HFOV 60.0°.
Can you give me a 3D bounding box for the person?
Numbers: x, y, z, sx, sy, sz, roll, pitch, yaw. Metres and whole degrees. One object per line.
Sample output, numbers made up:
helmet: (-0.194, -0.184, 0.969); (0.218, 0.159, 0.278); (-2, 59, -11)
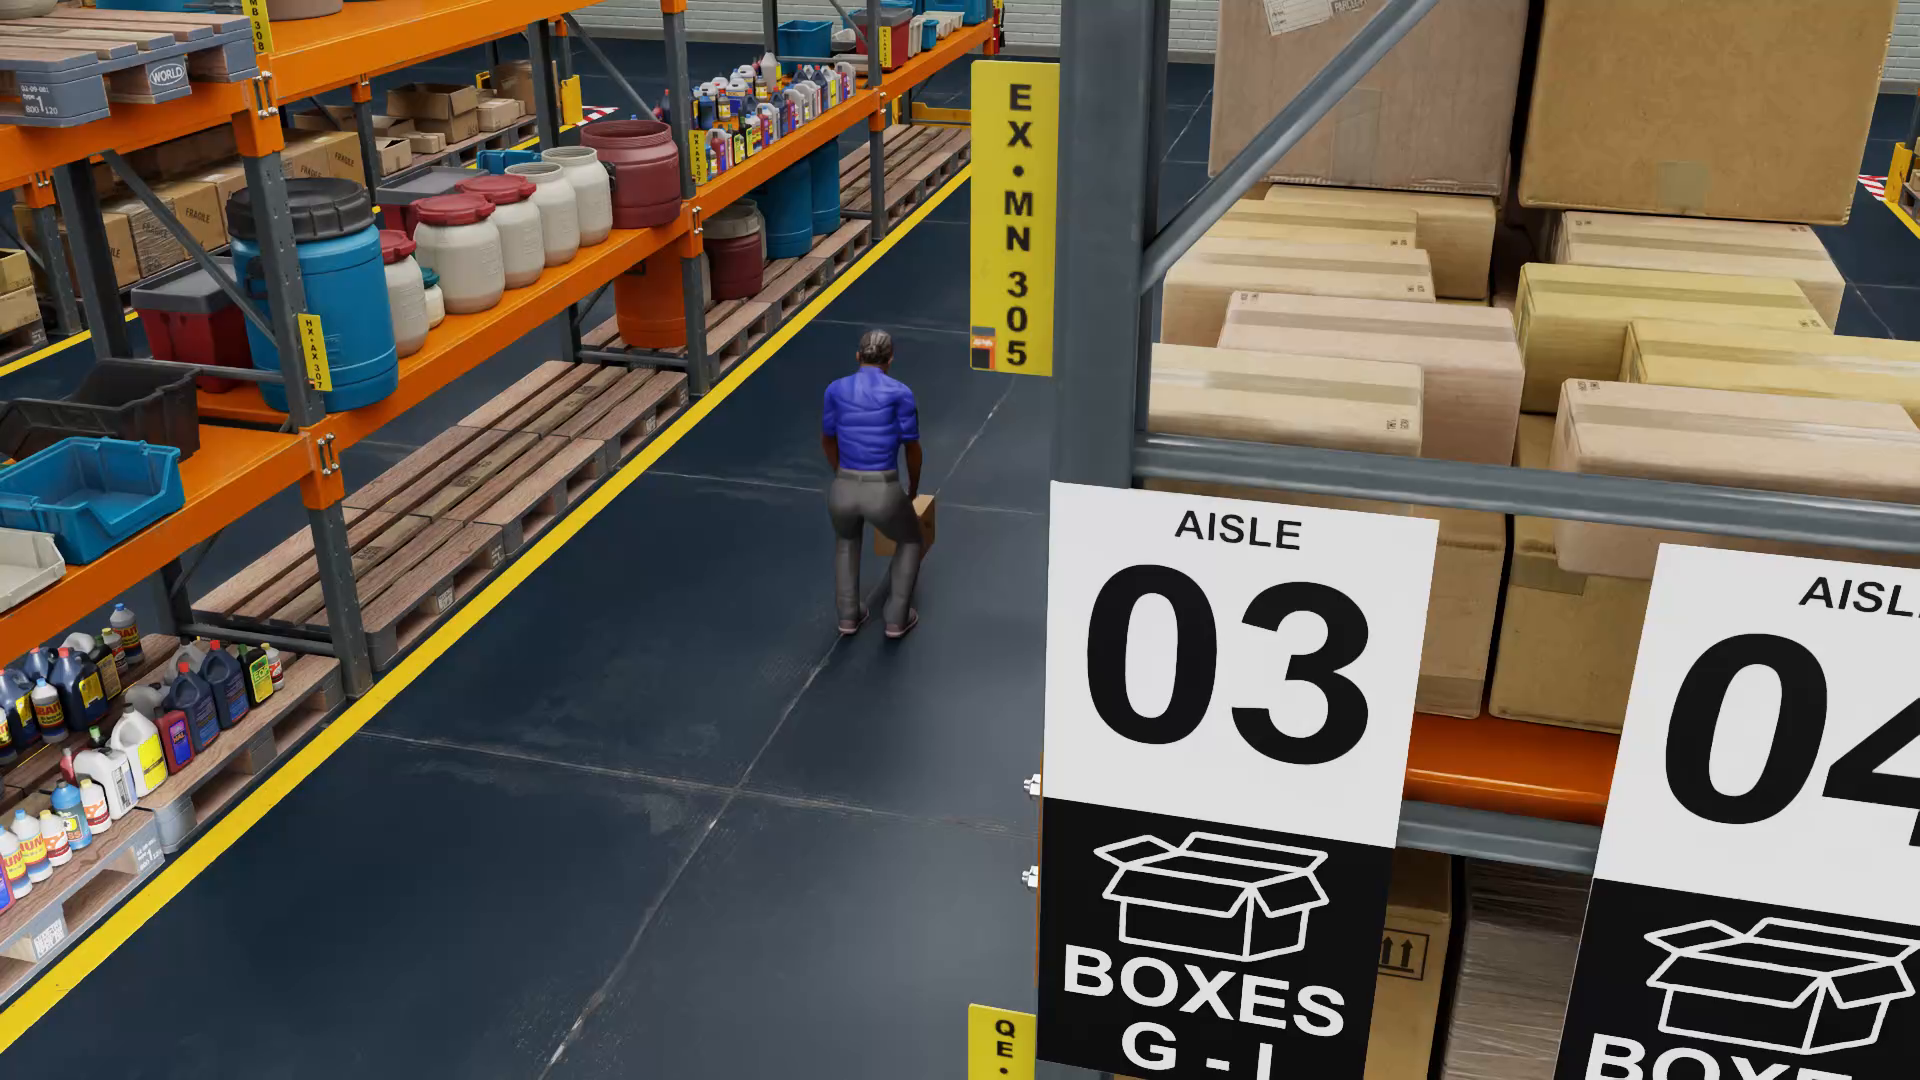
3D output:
person: (-0.435, -0.239, 7.883); (0.492, 1.442, 0.576); (7, 26, 14)
